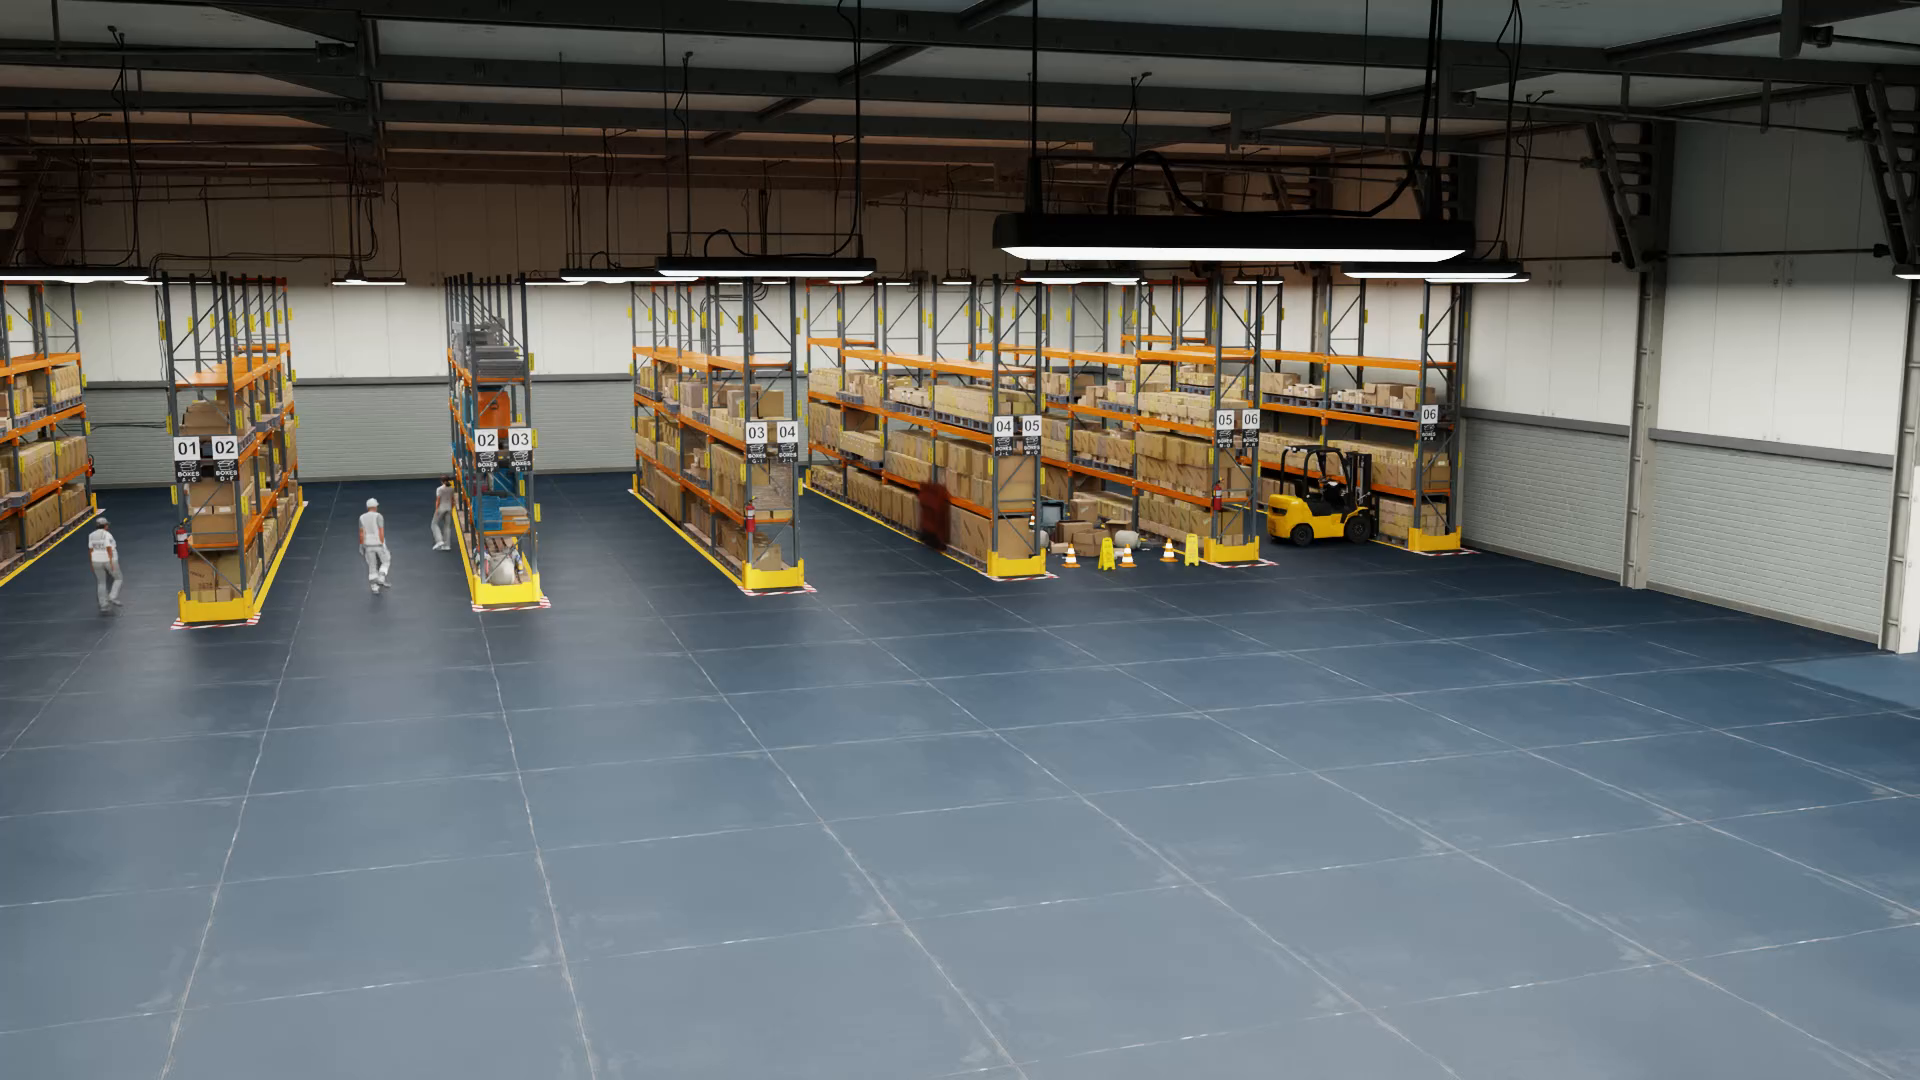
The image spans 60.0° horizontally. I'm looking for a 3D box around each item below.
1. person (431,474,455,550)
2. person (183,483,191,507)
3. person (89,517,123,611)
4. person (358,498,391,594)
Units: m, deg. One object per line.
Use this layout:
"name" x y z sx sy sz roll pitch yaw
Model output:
"person" -11.372 -0.617 36.577 0.573 1.670 0.409 -8 12 -43
"person" -18.516 -1.141 40.144 0.657 1.655 0.709 -1 9 -9
"person" -15.299 0.426 29.765 0.546 1.652 0.523 -2 9 -10
"person" -11.076 0.112 31.430 0.576 1.776 0.569 -1 9 -6
